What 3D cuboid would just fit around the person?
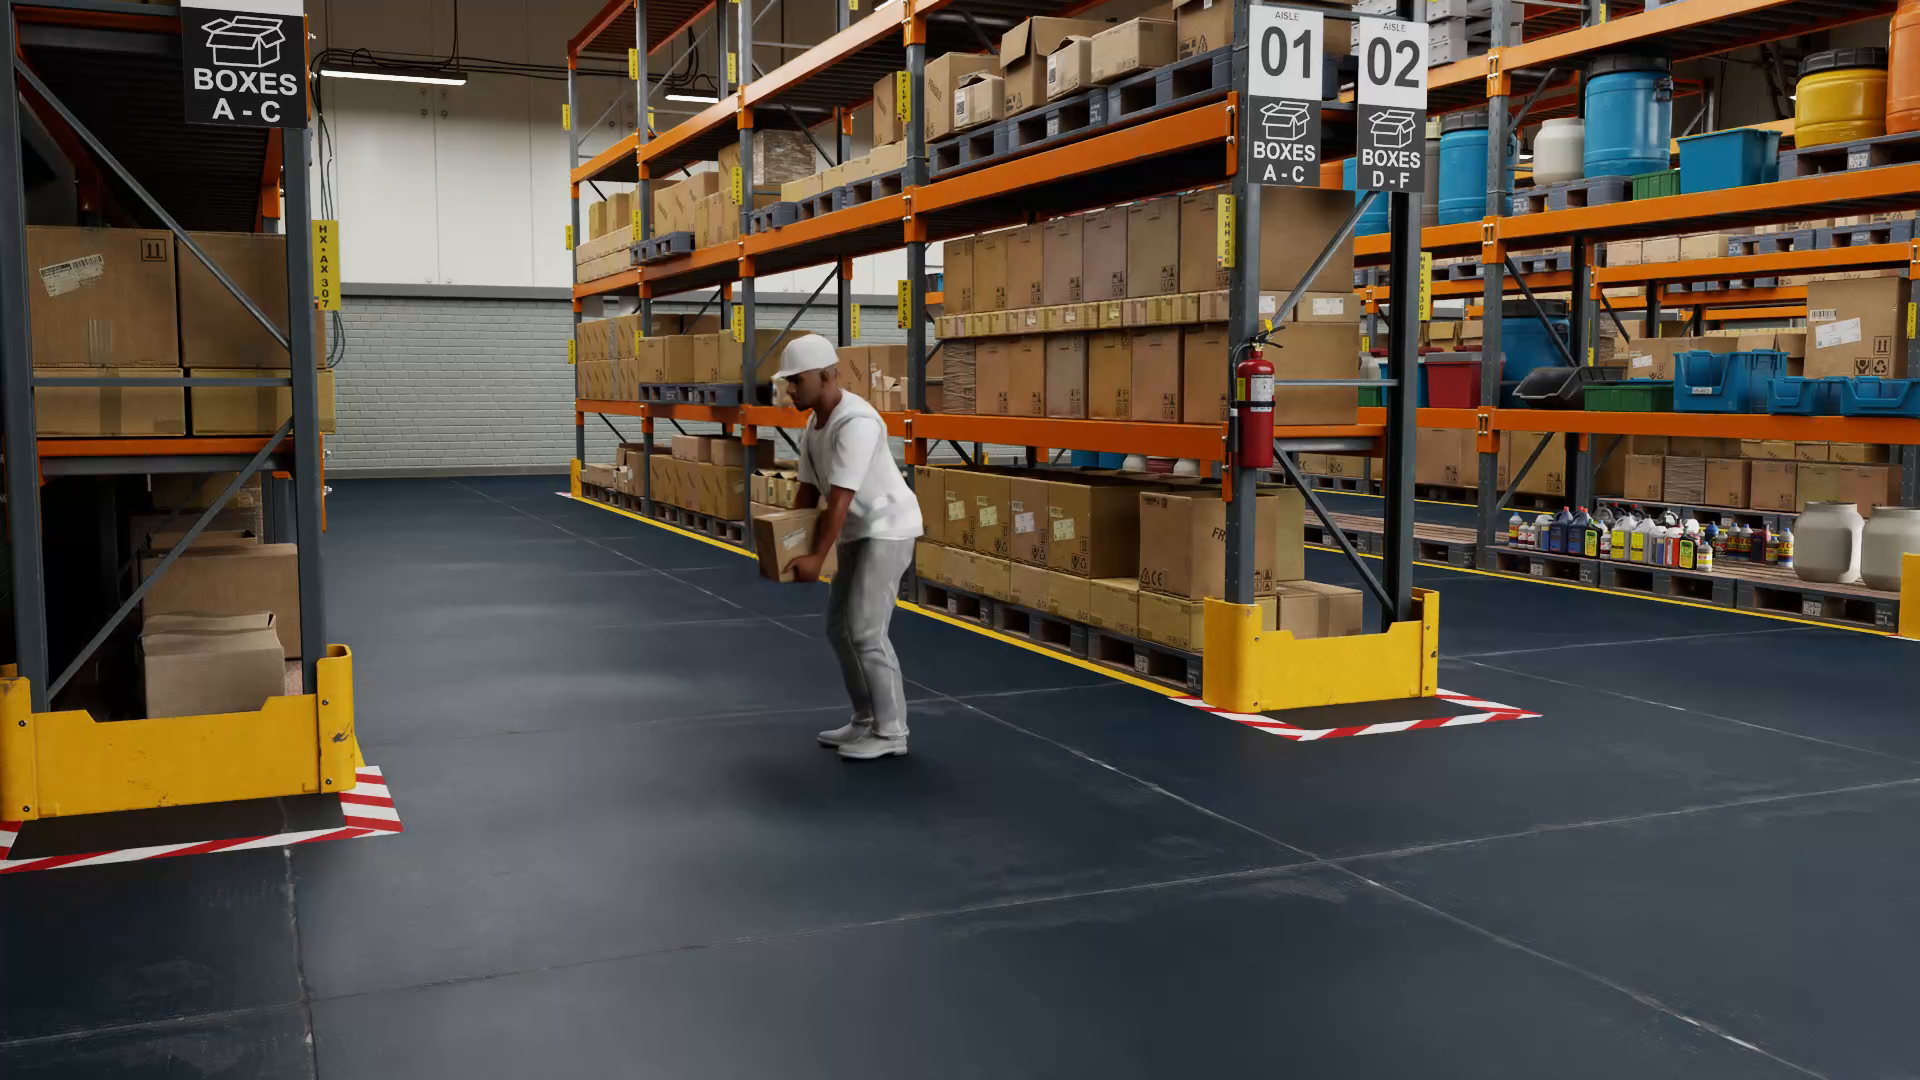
[{"bbox_3d":[-0.464,0.024,6.737,0.622,1.697,0.495,-2,6,-25],"label":"person"}]
